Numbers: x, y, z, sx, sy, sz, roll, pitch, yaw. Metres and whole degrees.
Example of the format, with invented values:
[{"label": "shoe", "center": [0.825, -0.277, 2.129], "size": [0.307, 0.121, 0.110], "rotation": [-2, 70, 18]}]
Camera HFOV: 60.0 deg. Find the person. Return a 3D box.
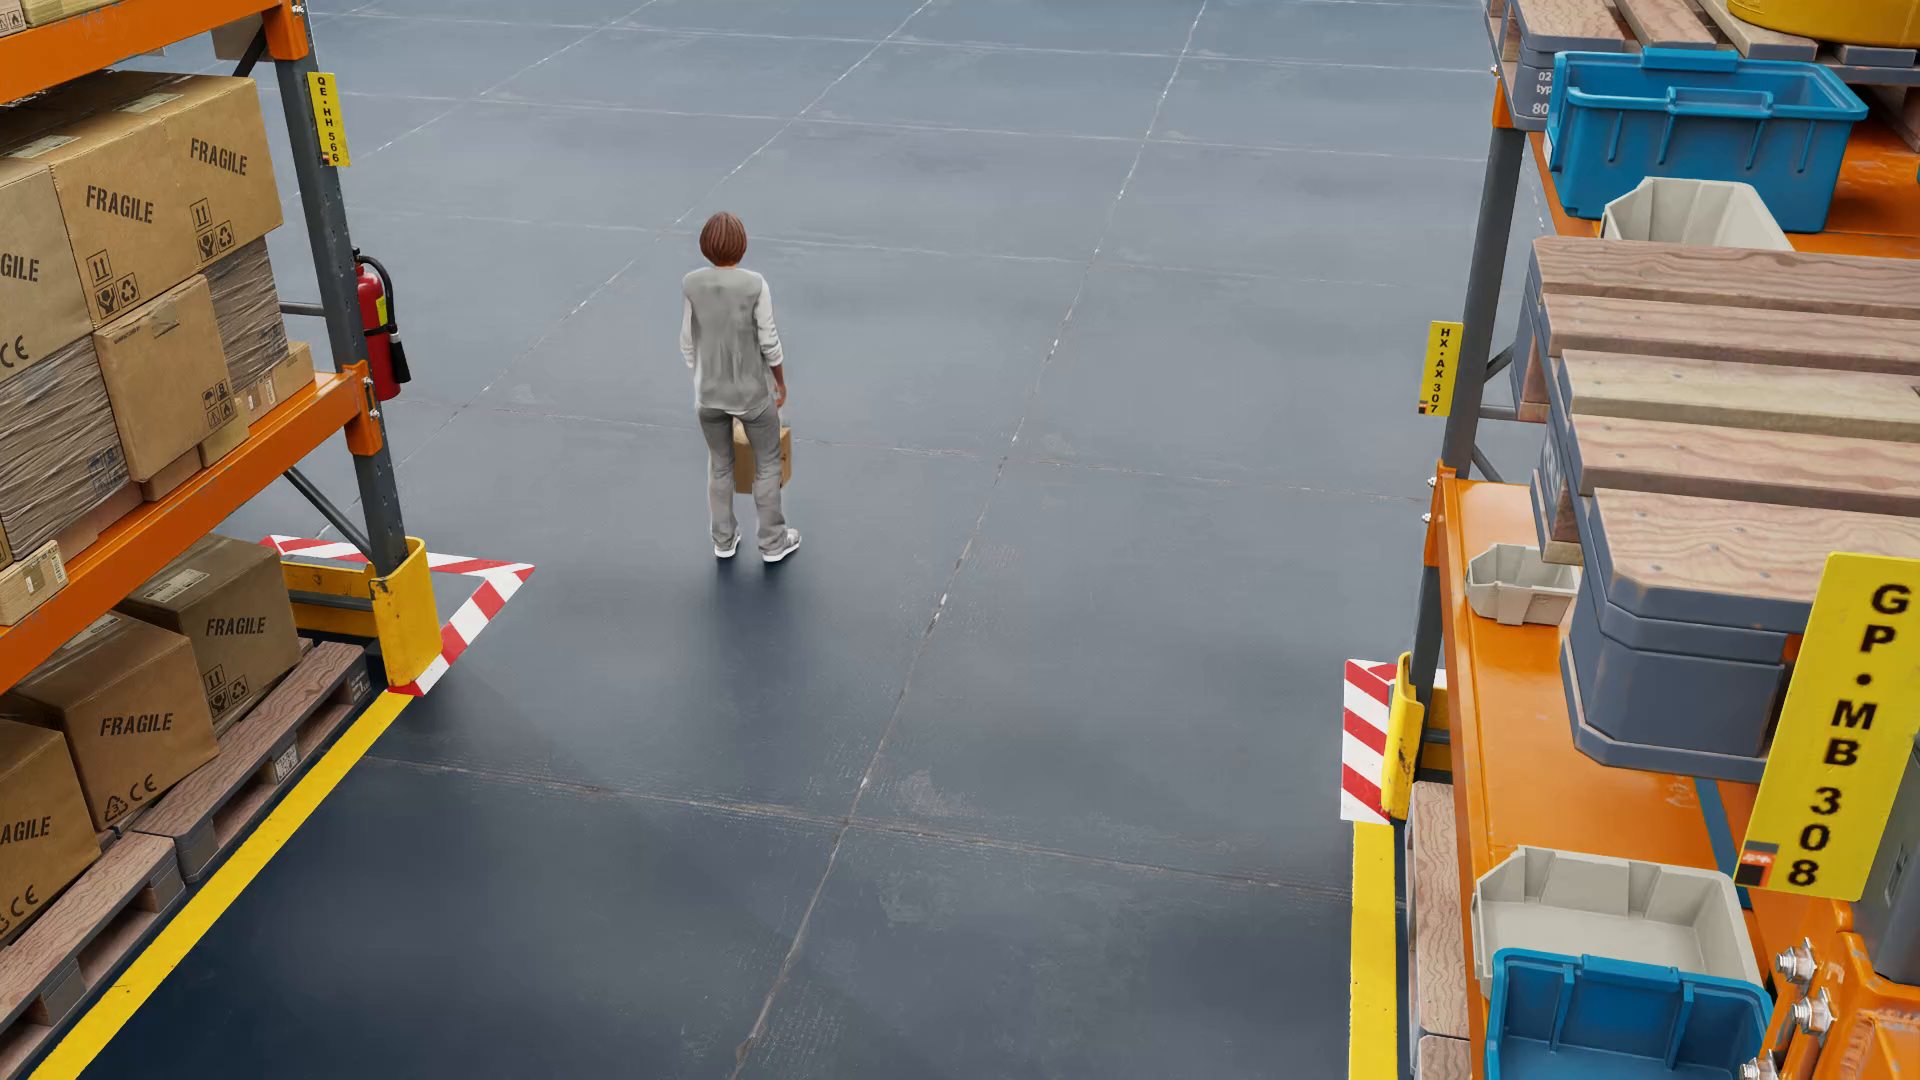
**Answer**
[{"label": "person", "center": [-0.982, -0.642, 7.281], "size": [0.455, 1.596, 0.341], "rotation": [5, 30, 9]}]
